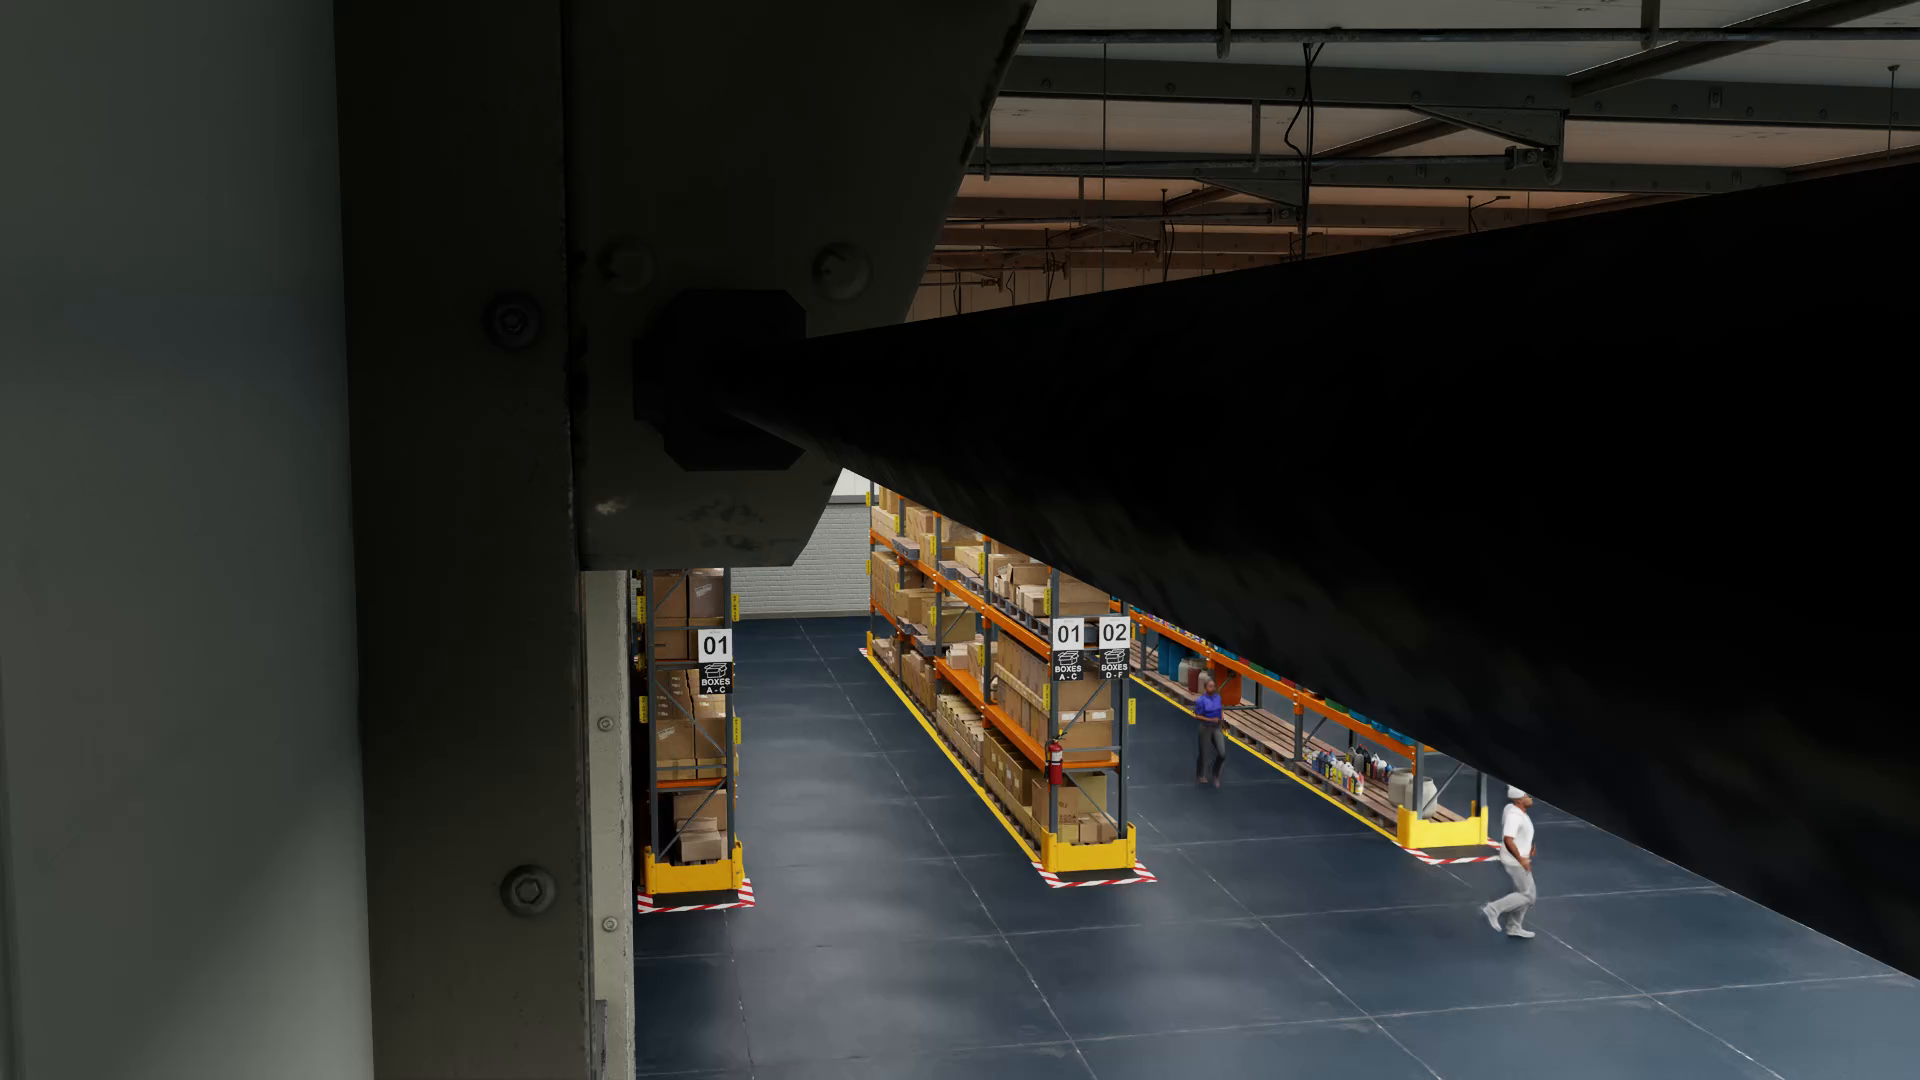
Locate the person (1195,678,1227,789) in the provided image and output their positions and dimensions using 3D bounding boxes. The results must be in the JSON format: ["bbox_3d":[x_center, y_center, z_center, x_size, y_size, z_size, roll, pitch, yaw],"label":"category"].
[{"bbox_3d":[3.779,2.908,24.979,0.544,1.663,0.688,-2,6,-16],"label":"person"}]

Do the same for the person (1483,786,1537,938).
[{"bbox_3d":[6.123,3.547,18.485,0.578,1.738,0.720,2,6,14],"label":"person"}]
